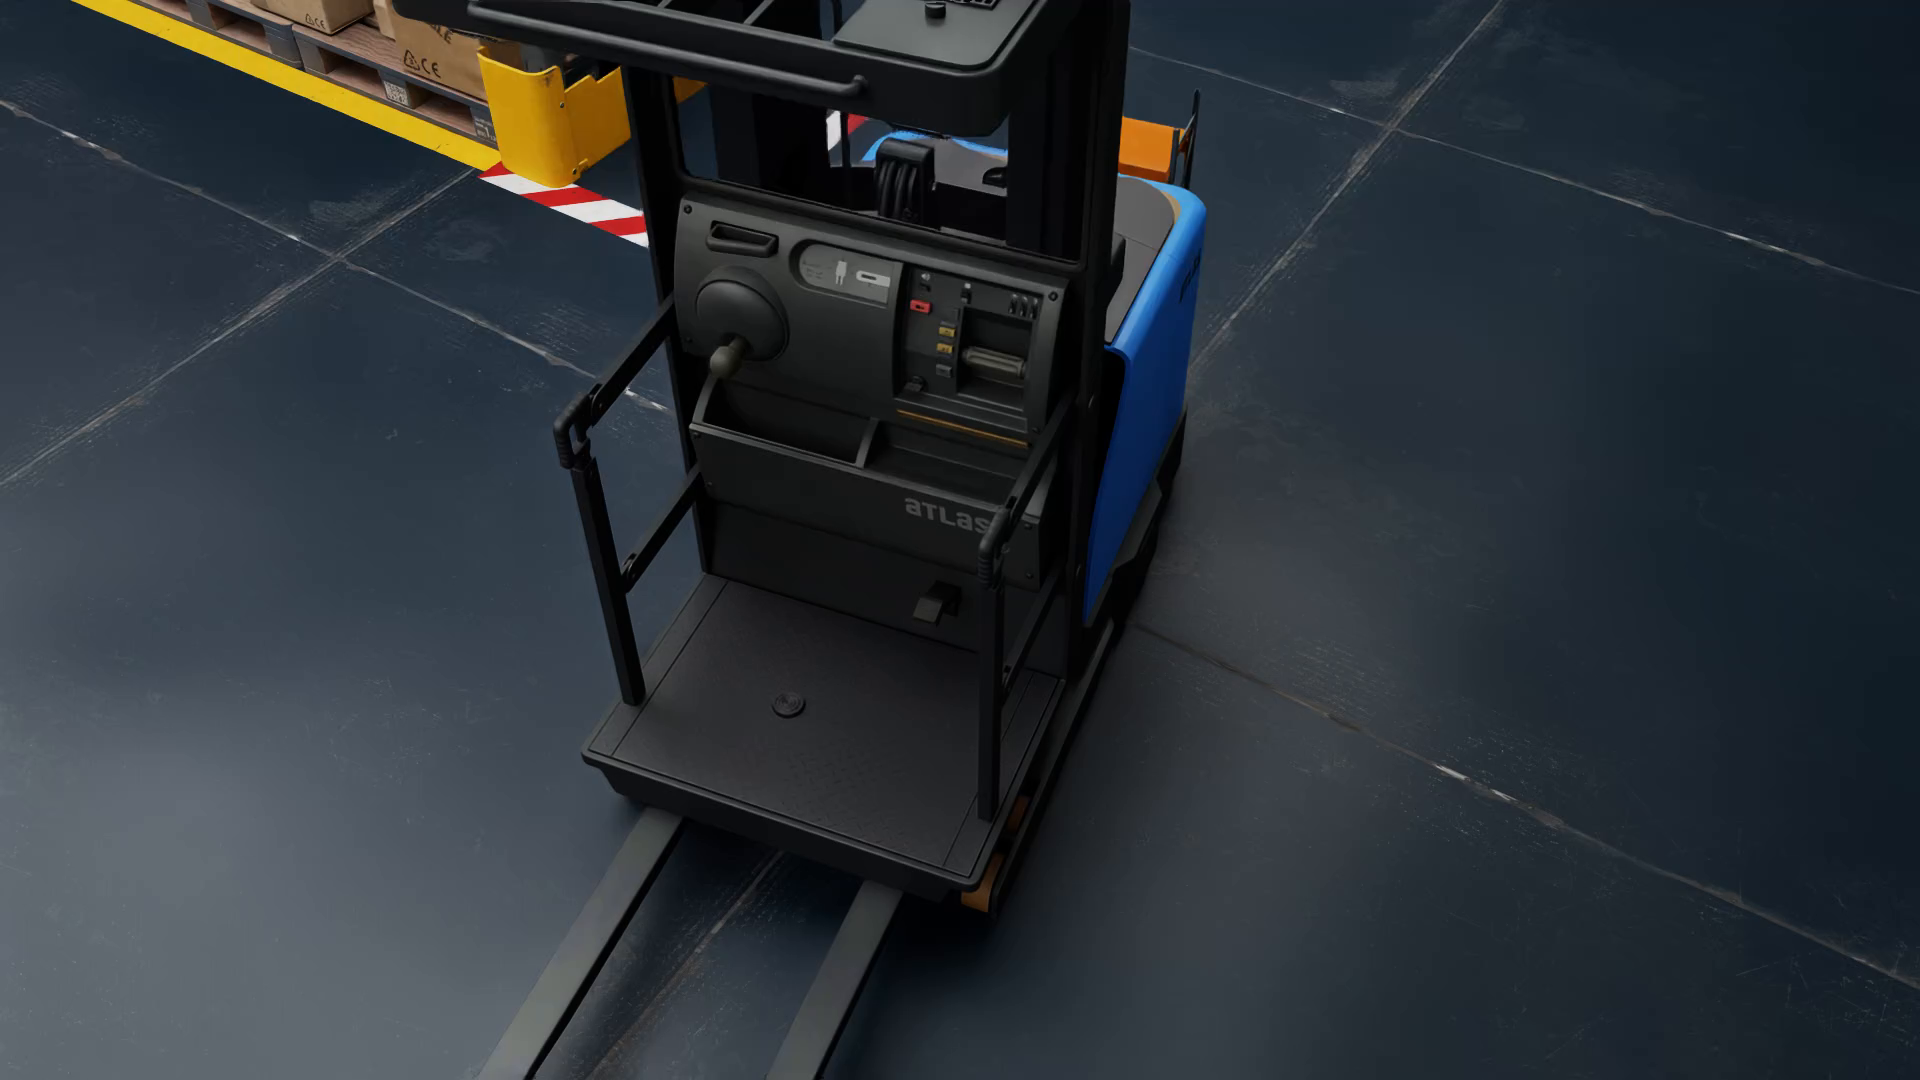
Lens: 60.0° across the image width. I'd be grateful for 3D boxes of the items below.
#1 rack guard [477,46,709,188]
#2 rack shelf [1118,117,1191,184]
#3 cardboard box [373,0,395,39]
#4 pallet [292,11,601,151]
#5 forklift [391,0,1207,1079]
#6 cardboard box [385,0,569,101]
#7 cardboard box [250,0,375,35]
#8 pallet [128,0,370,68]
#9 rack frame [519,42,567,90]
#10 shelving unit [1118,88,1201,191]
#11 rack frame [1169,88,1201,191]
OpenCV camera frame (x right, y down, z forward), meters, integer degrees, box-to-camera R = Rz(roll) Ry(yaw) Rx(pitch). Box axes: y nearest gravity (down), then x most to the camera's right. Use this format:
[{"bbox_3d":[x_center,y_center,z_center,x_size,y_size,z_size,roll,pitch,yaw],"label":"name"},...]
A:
[{"bbox_3d":[-1.416,-1.974,6.819,0.348,0.500,1.175,25,51,22],"label":"rack guard"},{"bbox_3d":[0.427,-1.158,4.990,0.480,0.148,0.258,16,48,15],"label":"rack shelf"},{"bbox_3d":[-2.235,-2.254,7.018,0.250,0.166,0.380,25,51,22],"label":"cardboard box"},{"bbox_3d":[-2.088,-2.181,7.222,1.213,0.211,1.003,25,51,22],"label":"pallet"},{"bbox_3d":[-0.295,-0.407,3.602,1.130,2.935,3.031,16,48,15],"label":"forklift"},{"bbox_3d":[-1.943,-2.159,6.693,0.500,0.500,0.500,25,51,22],"label":"cardboard box"},{"bbox_3d":[-2.726,-2.458,7.158,0.500,0.250,0.500,25,51,22],"label":"cardboard box"},{"bbox_3d":[-3.111,-2.654,7.682,1.213,0.211,1.003,25,51,22],"label":"pallet"},{"bbox_3d":[-1.352,-2.815,5.894,0.127,3.000,1.000,25,51,22],"label":"rack frame"},{"bbox_3d":[0.426,-0.883,5.271,0.503,1.200,0.258,16,48,15],"label":"shelving unit"},{"bbox_3d":[0.653,-0.819,5.209,0.015,1.200,0.240,16,48,15],"label":"rack frame"}]
